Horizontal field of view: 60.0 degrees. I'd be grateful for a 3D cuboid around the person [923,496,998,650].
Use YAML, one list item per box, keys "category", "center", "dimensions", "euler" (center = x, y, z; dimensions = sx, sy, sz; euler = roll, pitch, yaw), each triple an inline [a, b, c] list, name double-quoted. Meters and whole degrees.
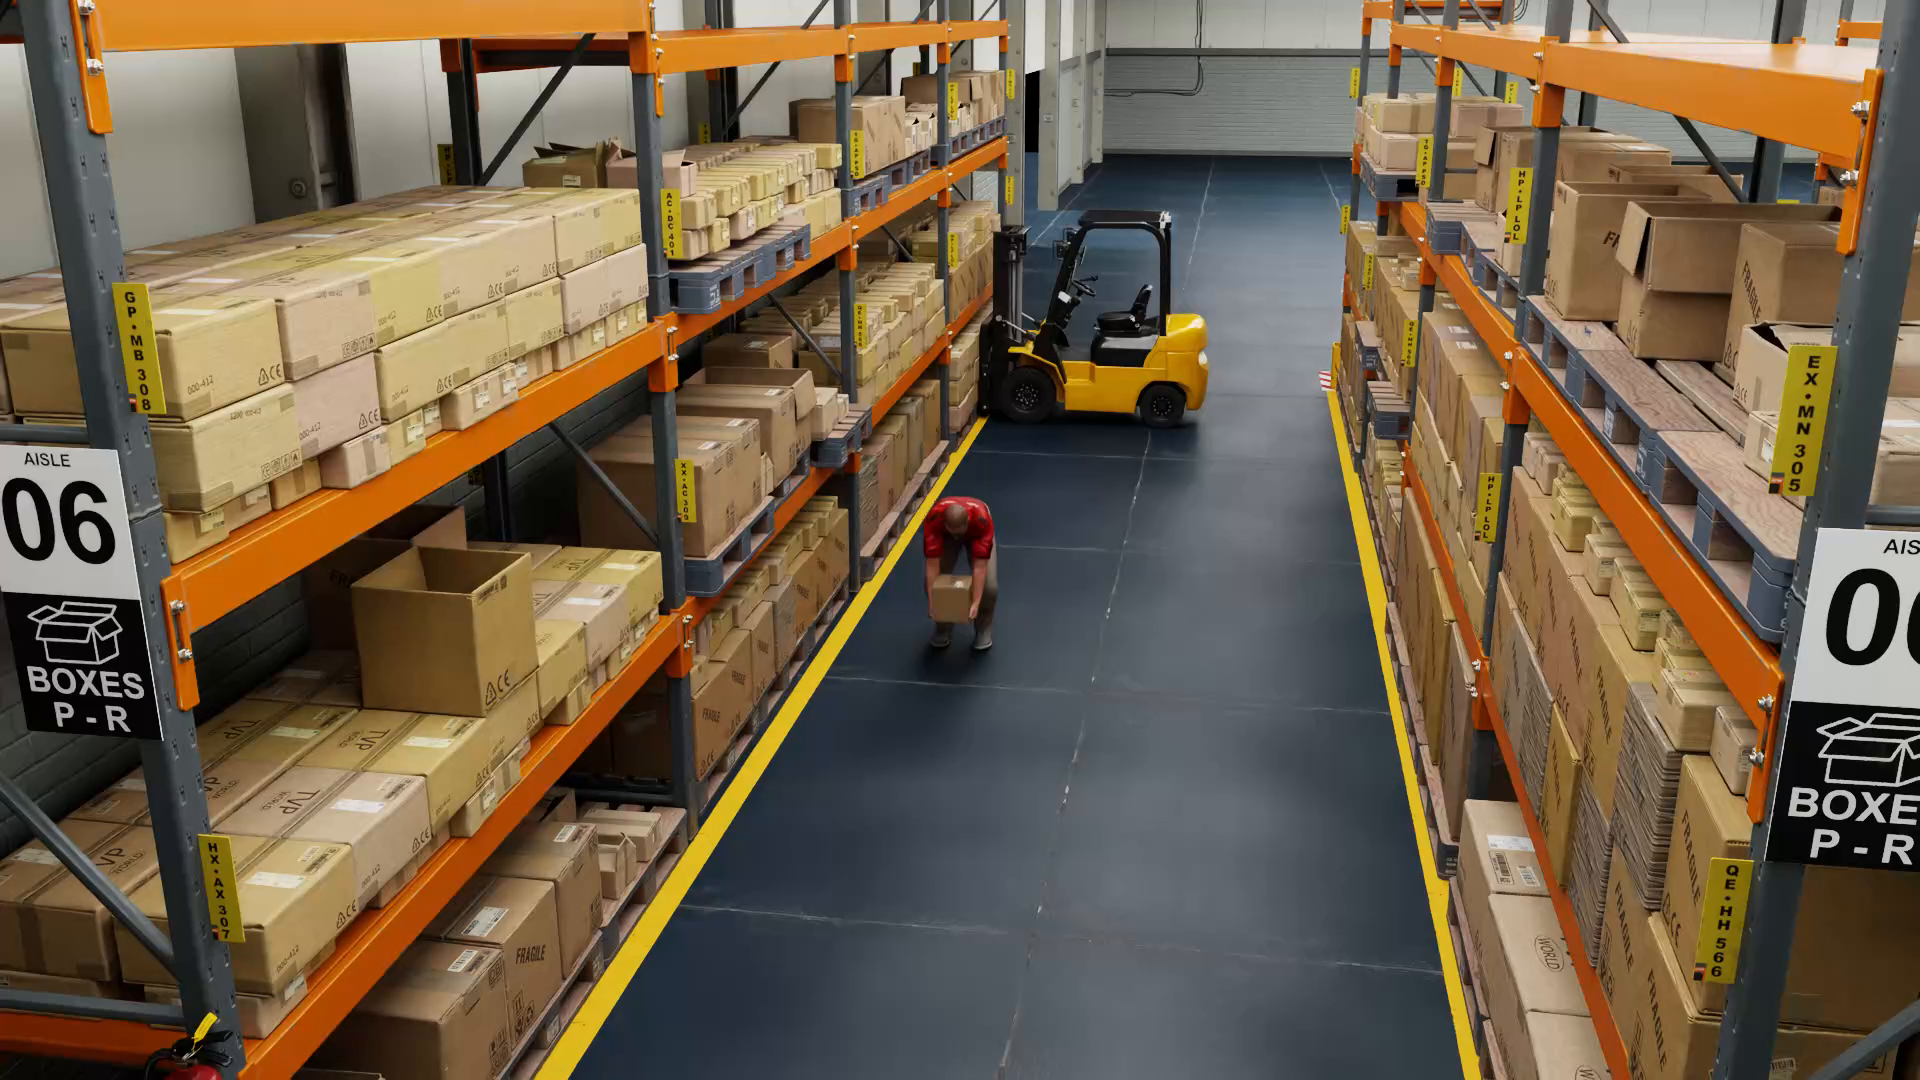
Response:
- category: "person"
  center: [-0.006, 0.217, 11.324]
  dimensions: [0.517, 1.170, 0.931]
  euler: [2, 18, 6]
